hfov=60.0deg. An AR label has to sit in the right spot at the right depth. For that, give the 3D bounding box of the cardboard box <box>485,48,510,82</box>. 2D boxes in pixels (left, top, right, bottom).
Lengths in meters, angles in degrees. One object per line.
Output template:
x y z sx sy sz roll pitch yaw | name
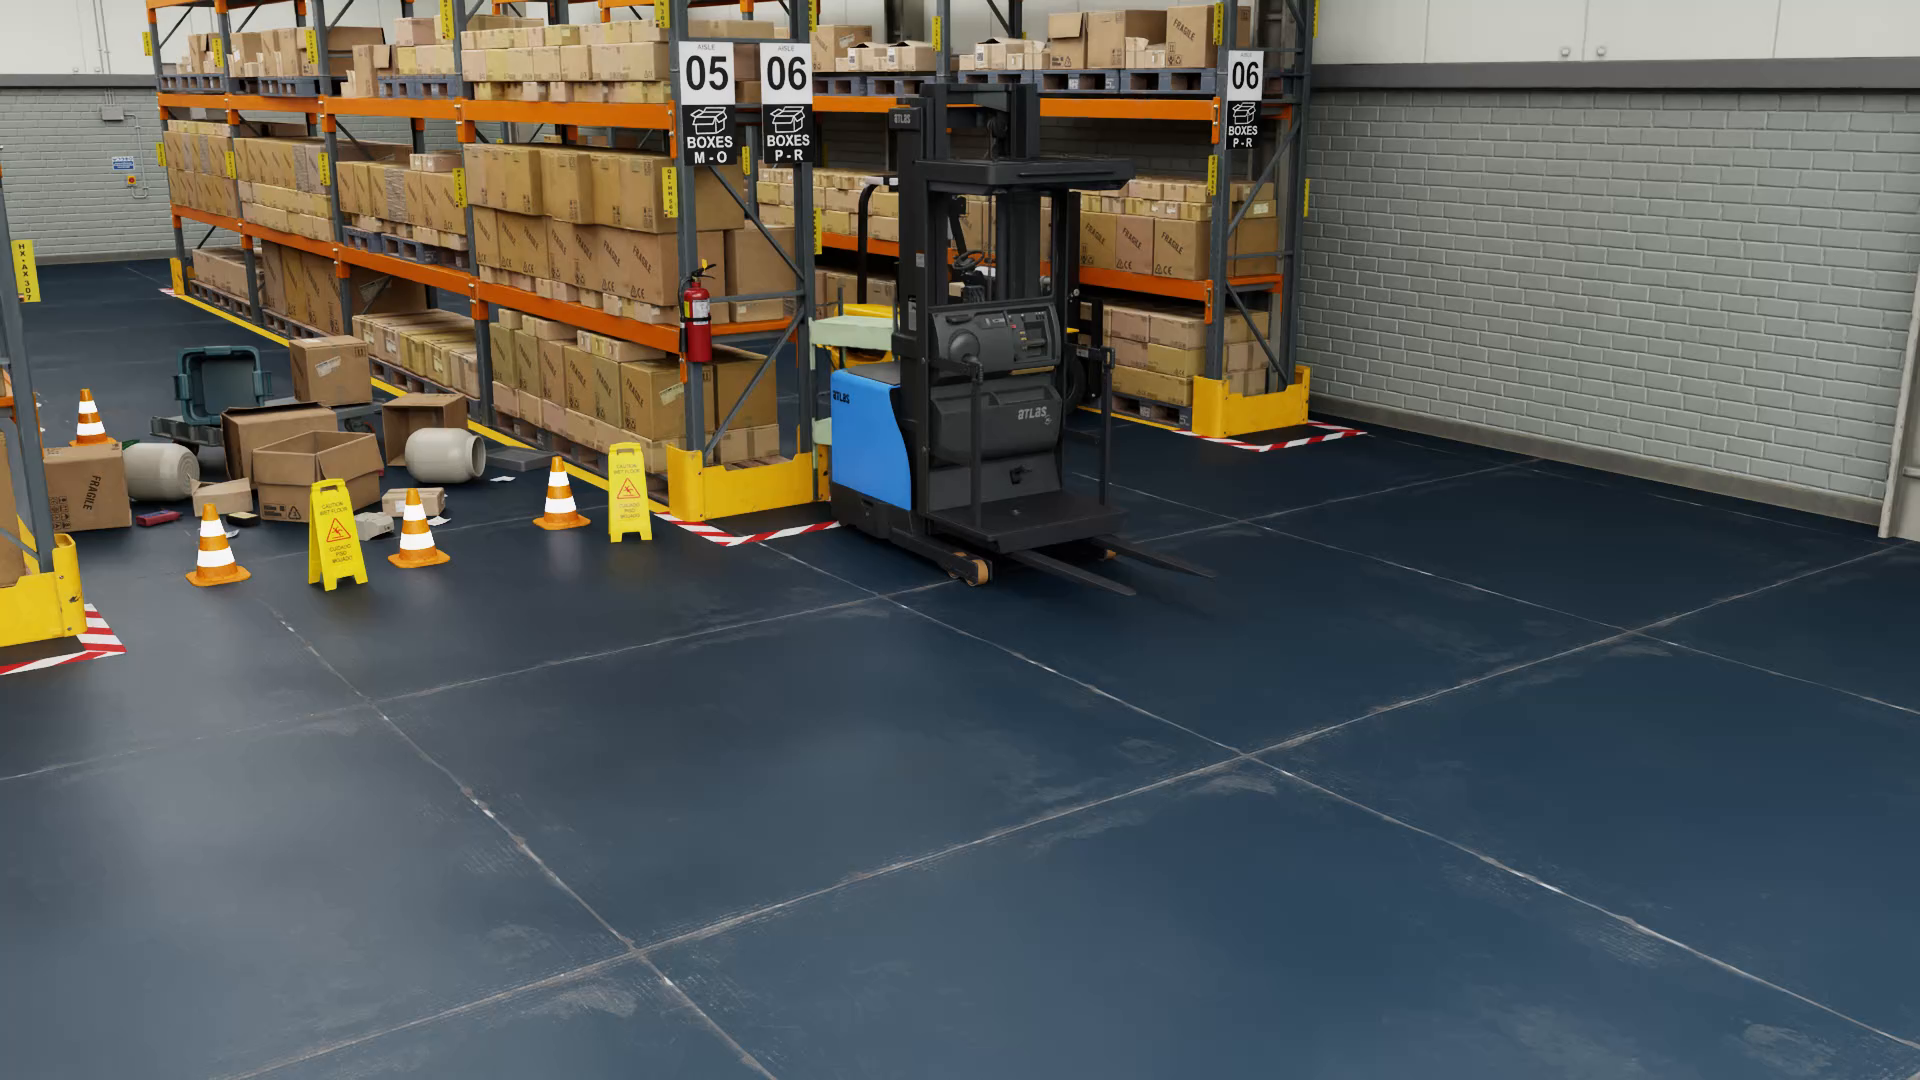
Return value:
-3.464 -3.802 13.322 0.500 0.250 0.500 -11 19 -35 | cardboard box

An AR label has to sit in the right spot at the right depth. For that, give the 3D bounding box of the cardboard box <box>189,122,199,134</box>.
-10.005 -5.478 22.097 0.380 0.149 0.250 -11 19 -36 | cardboard box

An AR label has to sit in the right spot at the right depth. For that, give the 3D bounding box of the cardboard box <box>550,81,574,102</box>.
-2.835 -3.354 12.443 0.380 0.149 0.250 -11 19 -35 | cardboard box

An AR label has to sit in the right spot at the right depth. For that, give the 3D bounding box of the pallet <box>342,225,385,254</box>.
-5.658 -3.155 17.284 1.213 0.211 1.003 -11 19 -35 | pallet

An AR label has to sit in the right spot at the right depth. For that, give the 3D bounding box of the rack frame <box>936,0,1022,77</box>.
0.201 -6.194 16.659 1.000 3.000 0.127 -11 19 -35 | rack frame

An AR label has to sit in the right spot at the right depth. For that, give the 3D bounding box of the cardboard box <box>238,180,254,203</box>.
-8.485 -4.268 20.325 0.500 0.250 0.500 -12 19 -36 | cardboard box

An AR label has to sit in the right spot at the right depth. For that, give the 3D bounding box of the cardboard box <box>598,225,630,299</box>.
-2.292 -2.047 12.121 0.500 0.500 0.500 -11 19 -34 | cardboard box

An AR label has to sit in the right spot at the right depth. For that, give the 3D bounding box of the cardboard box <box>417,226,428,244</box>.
-4.812 -2.840 15.449 0.380 0.149 0.250 -11 19 -34 | cardboard box

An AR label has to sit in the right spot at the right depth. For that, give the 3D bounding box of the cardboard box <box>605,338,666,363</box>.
-2.412 -1.424 12.361 0.380 0.149 0.250 -10 18 -33 | cardboard box

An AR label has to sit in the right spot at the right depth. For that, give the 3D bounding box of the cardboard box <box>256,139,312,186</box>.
-7.875 -4.417 19.449 0.500 0.500 0.500 -11 19 -36 | cardboard box

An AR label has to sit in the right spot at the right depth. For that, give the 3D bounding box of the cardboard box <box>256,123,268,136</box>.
-8.839 -5.288 21.404 0.380 0.149 0.250 -11 19 -35 | cardboard box

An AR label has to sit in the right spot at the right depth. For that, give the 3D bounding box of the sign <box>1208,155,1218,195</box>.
2.106 -3.037 13.850 0.100 0.325 0.005 -11 19 -35 | sign

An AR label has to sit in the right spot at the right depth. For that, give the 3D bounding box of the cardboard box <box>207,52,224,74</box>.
-9.150 -5.957 20.745 0.396 0.266 0.258 -10 18 -33 | cardboard box

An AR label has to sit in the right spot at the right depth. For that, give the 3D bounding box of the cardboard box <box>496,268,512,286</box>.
-3.695 -2.245 14.071 0.380 0.149 0.250 -10 18 -33 | cardboard box

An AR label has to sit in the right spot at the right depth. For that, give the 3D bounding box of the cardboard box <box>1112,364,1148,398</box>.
1.737 -1.481 15.219 0.500 0.250 0.500 -11 19 -35 | cardboard box

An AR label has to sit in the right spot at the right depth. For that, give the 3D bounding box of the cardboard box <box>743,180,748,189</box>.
-3.033 -4.459 21.176 0.500 0.250 0.500 -12 19 -37 | cardboard box

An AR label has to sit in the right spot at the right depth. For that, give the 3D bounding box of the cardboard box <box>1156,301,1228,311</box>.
2.127 -2.043 15.376 0.500 0.250 0.500 -11 19 -34 | cardboard box

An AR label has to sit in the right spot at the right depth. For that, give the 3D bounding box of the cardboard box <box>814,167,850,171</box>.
-1.551 -4.439 20.193 0.380 0.149 0.250 -10 18 -33 | cardboard box

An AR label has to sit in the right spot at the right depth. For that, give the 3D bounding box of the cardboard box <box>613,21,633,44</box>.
-2.183 -3.524 11.553 0.380 0.149 0.250 -11 19 -35 | cardboard box

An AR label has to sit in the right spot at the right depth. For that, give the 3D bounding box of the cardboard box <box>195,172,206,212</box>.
-9.905 -4.673 22.278 0.500 0.500 0.500 -10 18 -33 | cardboard box

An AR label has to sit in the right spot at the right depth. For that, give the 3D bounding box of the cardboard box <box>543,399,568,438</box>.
-3.046 -1.012 13.505 0.500 0.250 0.500 -11 19 -35 | cardboard box

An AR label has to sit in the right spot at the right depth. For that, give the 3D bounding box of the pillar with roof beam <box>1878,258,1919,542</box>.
2.918 -3.679 7.470 9.100 9.000 0.400 -11 19 -35 | pillar with roof beam

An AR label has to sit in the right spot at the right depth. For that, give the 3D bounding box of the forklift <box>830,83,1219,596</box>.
0.353 -1.276 10.187 1.130 2.935 3.031 -10 18 -33 | forklift

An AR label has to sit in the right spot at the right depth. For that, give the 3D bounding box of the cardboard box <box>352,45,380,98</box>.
-5.614 -4.674 16.600 0.700 0.500 0.500 -11 19 -35 | cardboard box

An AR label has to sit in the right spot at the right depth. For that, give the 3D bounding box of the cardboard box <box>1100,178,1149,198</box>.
1.497 -3.197 15.093 0.380 0.149 0.250 -10 18 -33 | cardboard box

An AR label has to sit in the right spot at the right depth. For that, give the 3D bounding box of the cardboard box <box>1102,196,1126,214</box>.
1.514 -3.057 15.144 0.380 0.149 0.250 -12 19 -36 | cardboard box

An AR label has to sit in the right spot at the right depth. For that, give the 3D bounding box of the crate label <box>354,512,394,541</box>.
-3.966 -0.099 11.178 0.298 0.136 0.250 7 17 23 | crate label

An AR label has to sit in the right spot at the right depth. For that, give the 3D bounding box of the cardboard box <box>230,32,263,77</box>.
-8.232 -5.701 19.558 0.500 0.500 0.500 -11 19 -36 | cardboard box

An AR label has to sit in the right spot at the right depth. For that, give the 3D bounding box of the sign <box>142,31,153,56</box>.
-11.320 -6.913 23.164 0.100 0.325 0.005 -11 19 -35 | sign

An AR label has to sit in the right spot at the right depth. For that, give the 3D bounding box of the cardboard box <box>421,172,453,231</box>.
-4.561 -3.092 15.142 0.500 0.500 0.500 -11 19 -34 | cardboard box

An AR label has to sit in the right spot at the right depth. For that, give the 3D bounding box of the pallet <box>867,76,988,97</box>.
-0.328 -4.841 17.761 0.805 0.209 1.217 -12 19 -37 | pallet

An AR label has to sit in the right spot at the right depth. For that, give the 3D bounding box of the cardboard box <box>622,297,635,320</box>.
-2.225 -1.695 12.063 0.380 0.149 0.250 -11 19 -35 | cardboard box

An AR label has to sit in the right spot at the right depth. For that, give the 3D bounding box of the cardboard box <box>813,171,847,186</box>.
-1.536 -4.191 19.288 0.380 0.149 0.250 -11 19 -34 | cardboard box

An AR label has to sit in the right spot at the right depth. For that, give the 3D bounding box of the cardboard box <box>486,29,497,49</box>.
-3.566 -4.012 13.337 0.380 0.149 0.250 -12 19 -36 | cardboard box

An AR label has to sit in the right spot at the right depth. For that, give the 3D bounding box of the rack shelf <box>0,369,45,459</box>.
-6.580 -0.965 10.282 1.077 0.370 4.000 -11 19 -35 | rack shelf

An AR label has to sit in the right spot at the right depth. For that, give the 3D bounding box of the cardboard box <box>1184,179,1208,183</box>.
2.235 -3.171 14.997 0.380 0.149 0.250 -10 18 -33 | cardboard box

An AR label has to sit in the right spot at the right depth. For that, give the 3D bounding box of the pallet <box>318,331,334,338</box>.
-6.566 -2.218 18.780 1.003 0.211 1.213 -11 19 -35 | pallet

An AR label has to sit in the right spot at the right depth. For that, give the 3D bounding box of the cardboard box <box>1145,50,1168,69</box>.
1.820 -4.152 14.373 0.380 0.149 0.250 -12 19 -36 | cardboard box

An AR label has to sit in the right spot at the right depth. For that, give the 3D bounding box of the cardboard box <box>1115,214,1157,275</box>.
1.754 -2.671 14.962 0.500 0.500 0.500 -10 18 -33 | cardboard box

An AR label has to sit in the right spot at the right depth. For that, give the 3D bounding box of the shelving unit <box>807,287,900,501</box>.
-0.646 -1.008 11.834 0.755 1.500 0.431 9 17 31 | shelving unit

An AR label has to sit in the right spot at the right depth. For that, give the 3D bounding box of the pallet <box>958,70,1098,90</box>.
0.724 -4.526 16.416 1.003 0.211 1.213 -11 19 -35 | pallet

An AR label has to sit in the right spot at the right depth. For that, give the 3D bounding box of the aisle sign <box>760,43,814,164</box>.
-1.173 -2.963 11.297 0.394 0.787 0.004 -11 19 -35 | aisle sign

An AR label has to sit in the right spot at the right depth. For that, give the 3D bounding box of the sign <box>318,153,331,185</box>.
-6.611 -3.855 17.284 0.100 0.325 0.005 -11 19 -35 | sign

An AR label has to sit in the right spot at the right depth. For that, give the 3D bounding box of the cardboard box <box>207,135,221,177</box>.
-9.308 -4.935 21.342 0.500 0.500 0.500 -11 19 -35 | cardboard box

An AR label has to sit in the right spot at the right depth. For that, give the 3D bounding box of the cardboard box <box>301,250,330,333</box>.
-7.023 -2.912 19.263 0.875 0.875 0.875 -11 19 -34 | cardboard box

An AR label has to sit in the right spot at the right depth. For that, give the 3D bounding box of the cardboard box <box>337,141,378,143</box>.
-6.847 -4.274 18.926 0.500 0.500 0.500 -10 18 -33 | cardboard box

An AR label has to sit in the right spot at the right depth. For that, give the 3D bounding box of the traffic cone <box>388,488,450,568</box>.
-3.454 -0.098 10.557 0.336 0.463 0.334 -11 19 -35 | traffic cone

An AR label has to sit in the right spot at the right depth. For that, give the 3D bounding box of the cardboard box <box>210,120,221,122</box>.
-10.326 -5.839 23.414 0.380 0.149 0.250 -10 18 -34 | cardboard box

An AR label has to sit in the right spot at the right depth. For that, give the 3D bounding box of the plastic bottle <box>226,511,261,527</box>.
-4.977 -0.148 11.501 0.283 0.061 0.133 10 18 33 | plastic bottle

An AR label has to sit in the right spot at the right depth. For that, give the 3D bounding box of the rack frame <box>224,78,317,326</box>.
-8.515 -4.237 20.875 1.000 3.000 0.127 -11 19 -35 | rack frame

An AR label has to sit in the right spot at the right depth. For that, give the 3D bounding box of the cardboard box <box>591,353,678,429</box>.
-2.451 -1.154 12.604 0.500 0.500 0.500 -10 18 -33 | cardboard box

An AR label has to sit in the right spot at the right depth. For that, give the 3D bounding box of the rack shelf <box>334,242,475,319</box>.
-4.988 -2.609 16.289 1.077 0.370 4.000 -11 19 -35 | rack shelf

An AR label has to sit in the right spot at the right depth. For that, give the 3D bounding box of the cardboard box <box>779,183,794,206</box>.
-1.794 -4.083 19.650 0.500 0.250 0.500 -10 18 -33 | cardboard box

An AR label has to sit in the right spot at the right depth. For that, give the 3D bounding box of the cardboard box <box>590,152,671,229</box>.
-2.228 -2.533 12.002 0.700 0.500 0.500 -11 19 -34 | cardboard box

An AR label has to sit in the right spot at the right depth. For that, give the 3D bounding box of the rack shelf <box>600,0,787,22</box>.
-3.327 -6.935 21.488 1.077 0.370 4.000 -11 19 -35 | rack shelf
